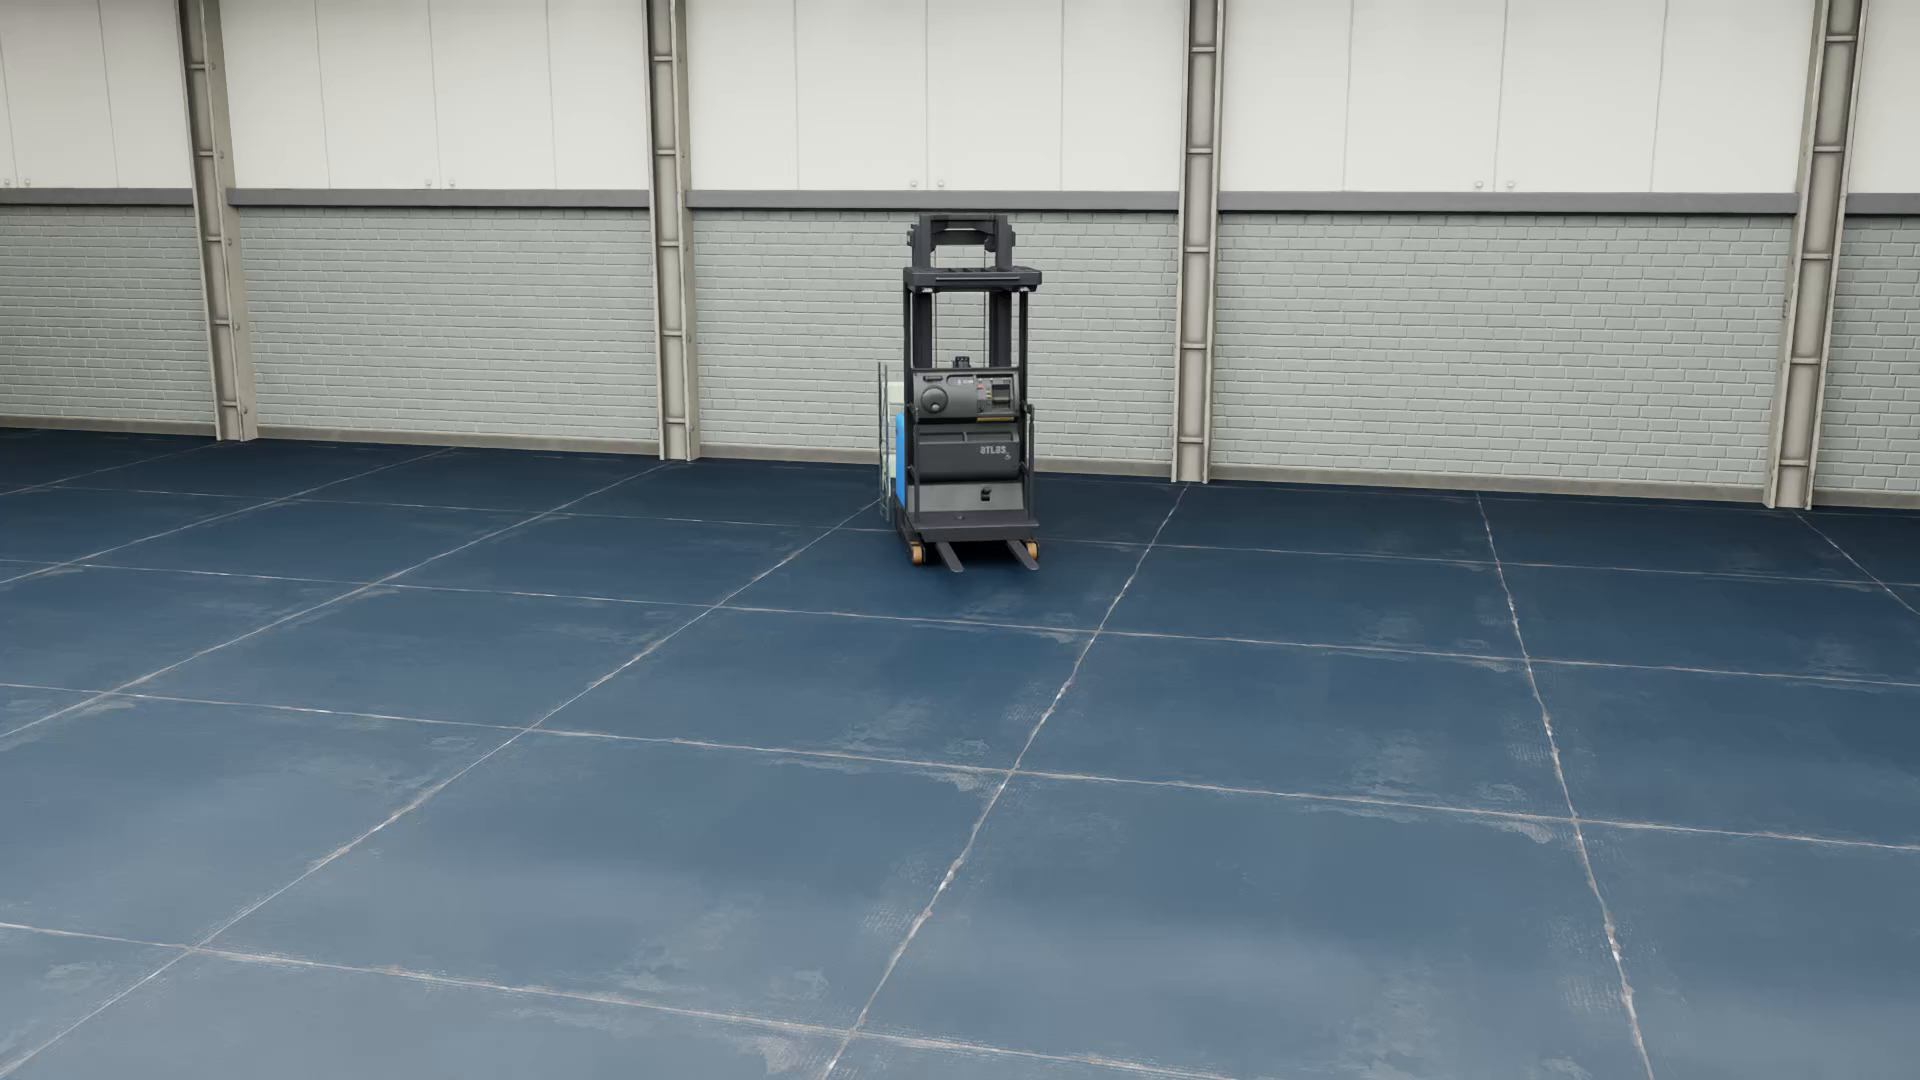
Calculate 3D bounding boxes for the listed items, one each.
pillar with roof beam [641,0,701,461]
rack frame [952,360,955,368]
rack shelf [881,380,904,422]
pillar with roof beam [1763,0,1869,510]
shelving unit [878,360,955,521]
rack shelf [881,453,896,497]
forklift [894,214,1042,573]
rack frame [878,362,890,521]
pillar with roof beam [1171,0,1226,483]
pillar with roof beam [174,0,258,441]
[{"bbox_3d":[-4.330,-4.455,14.556,0.400,9.000,9.100,3,13,14],"label":"pillar with roof beam"},{"bbox_3d":[-0.023,-0.991,16.225,0.023,1.500,0.400,-3,11,-13],"label":"rack frame"},{"bbox_3d":[-0.382,-1.357,16.071,0.720,0.370,0.431,-3,11,-13],"label":"rack shelf"},{"bbox_3d":[7.321,-3.833,11.749,0.400,9.000,9.100,3,13,14],"label":"pillar with roof beam"},{"bbox_3d":[-0.380,-0.973,16.145,0.755,1.500,0.431,-3,11,-13],"label":"shelving unit"},{"bbox_3d":[-0.378,-0.653,16.207,0.720,0.370,0.431,-3,11,-13],"label":"rack shelf"},{"bbox_3d":[0.085,-1.297,14.328,1.130,2.935,3.031,-2,13,-8],"label":"forklift"},{"bbox_3d":[-0.736,-0.956,16.065,0.023,1.500,0.400,-3,11,-13],"label":"rack frame"},{"bbox_3d":[1.496,-4.144,13.153,0.400,9.000,9.100,3,13,14],"label":"pillar with roof beam"},{"bbox_3d":[-10.155,-4.767,15.959,0.400,9.000,9.100,3,13,14],"label":"pillar with roof beam"}]
